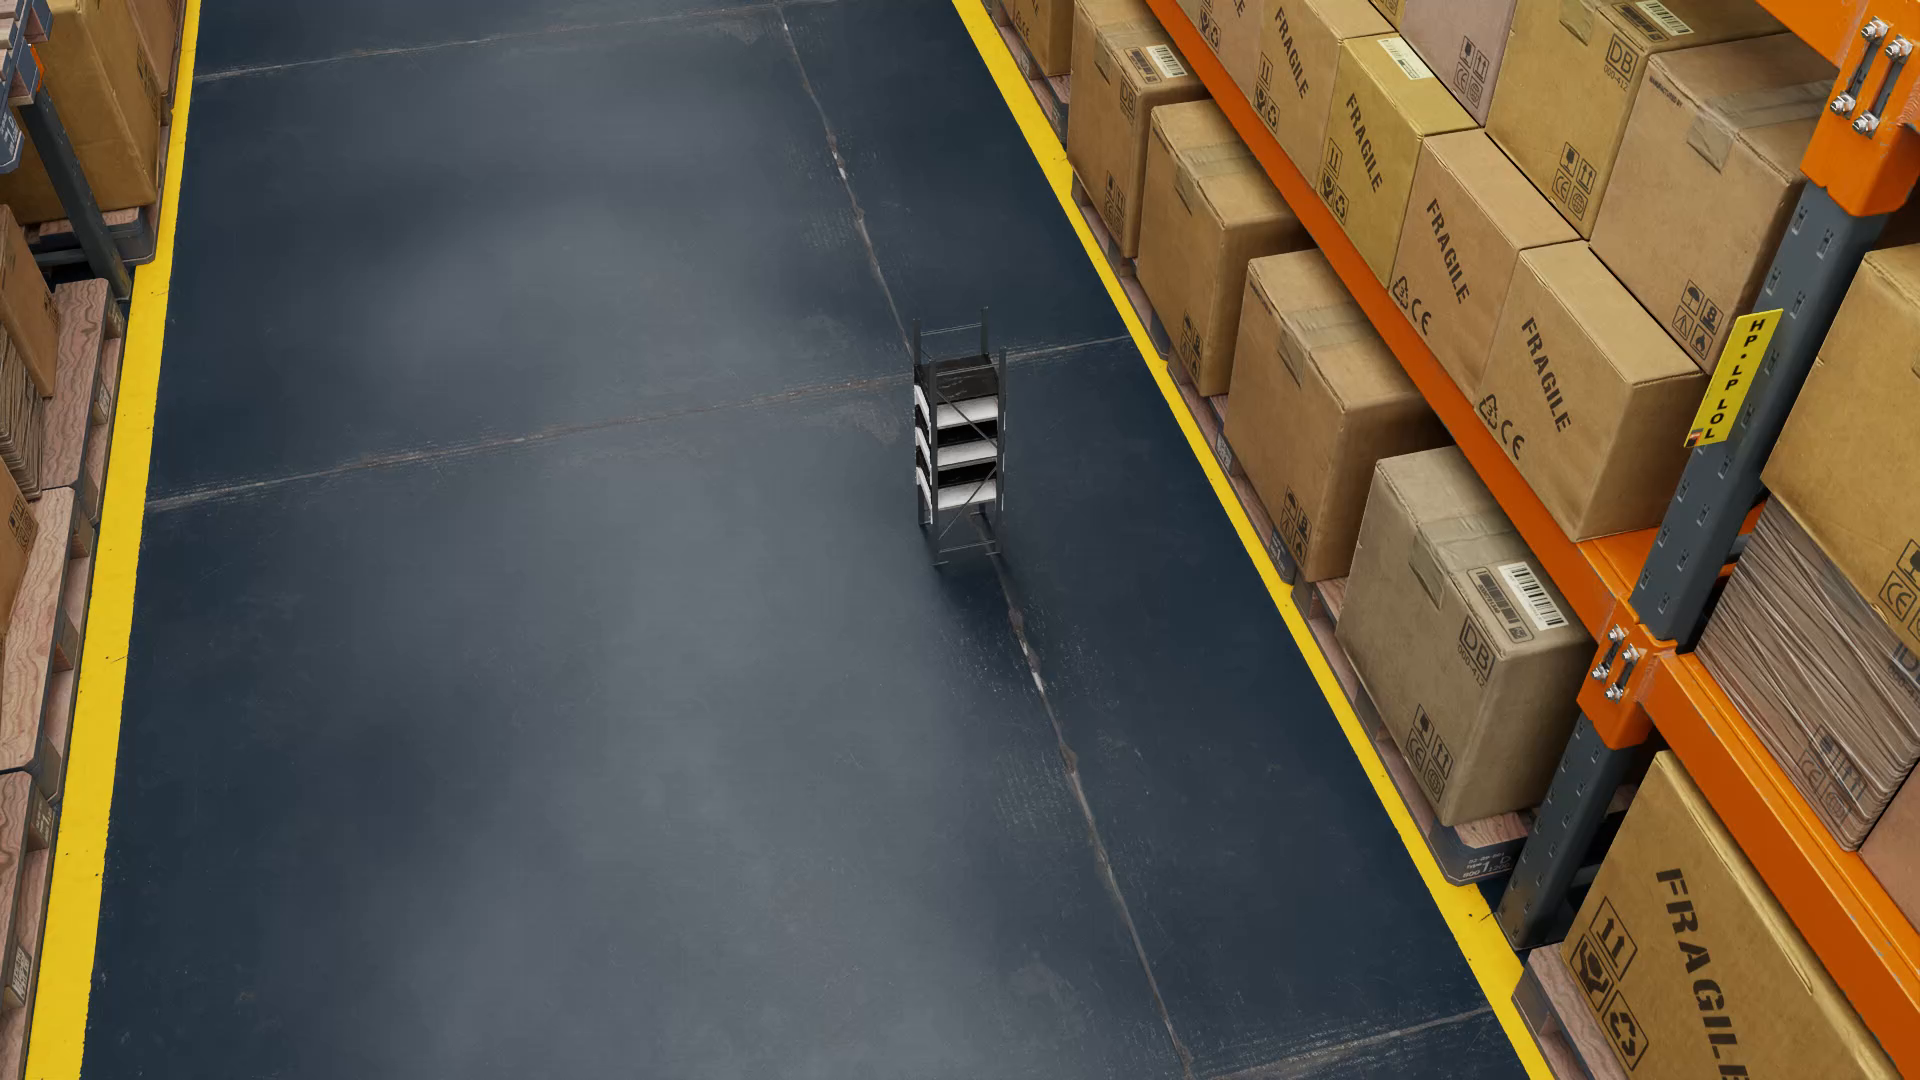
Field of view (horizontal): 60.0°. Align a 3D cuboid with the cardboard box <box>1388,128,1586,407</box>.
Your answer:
[{"bbox_3d":[1.486,-0.730,4.295,0.500,0.500,0.500,-11,47,-11],"label":"cardboard box"}]

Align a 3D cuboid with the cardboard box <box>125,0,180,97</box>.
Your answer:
[{"bbox_3d":[-4.214,-2.460,7.254,1.225,0.875,0.875,-11,47,-10],"label":"cardboard box"}]

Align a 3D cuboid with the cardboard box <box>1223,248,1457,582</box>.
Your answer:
[{"bbox_3d":[1.518,-0.473,5.395,1.050,0.750,0.750,-11,47,-10],"label":"cardboard box"}]

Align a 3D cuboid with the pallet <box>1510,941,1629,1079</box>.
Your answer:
[{"bbox_3d":[2.127,1.481,4.151,1.003,0.211,1.213,-11,47,-10],"label":"pallet"}]

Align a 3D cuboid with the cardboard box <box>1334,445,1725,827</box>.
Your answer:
[{"bbox_3d":[1.762,0.194,4.741,1.050,0.750,0.750,-11,47,-11],"label":"cardboard box"}]

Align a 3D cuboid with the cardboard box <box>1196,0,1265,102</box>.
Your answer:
[{"bbox_3d":[1.099,-1.773,5.318,0.500,0.500,0.500,-11,47,-10],"label":"cardboard box"}]

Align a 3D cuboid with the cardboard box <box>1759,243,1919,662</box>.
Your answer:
[{"bbox_3d":[2.069,-0.204,2.989,0.875,0.550,0.550,-11,47,-10],"label":"cardboard box"}]

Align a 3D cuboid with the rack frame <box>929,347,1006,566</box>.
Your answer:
[{"bbox_3d":[0.024,-0.250,5.365,0.240,0.900,0.006,-11,47,-10],"label":"rack frame"}]

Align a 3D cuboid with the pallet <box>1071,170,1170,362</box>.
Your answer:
[{"bbox_3d":[1.113,-1.262,6.839,1.003,0.211,1.213,-11,47,-10],"label":"pallet"}]

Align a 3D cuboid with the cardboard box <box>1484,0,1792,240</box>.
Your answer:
[{"bbox_3d":[1.741,-1.116,3.974,0.700,0.500,0.500,-11,47,-11],"label":"cardboard box"}]

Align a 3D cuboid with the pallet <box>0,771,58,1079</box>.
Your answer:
[{"bbox_3d":[-3.014,1.241,4.386,1.003,0.211,1.213,-11,47,-10],"label":"pallet"}]

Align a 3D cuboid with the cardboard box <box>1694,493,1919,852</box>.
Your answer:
[{"bbox_3d":[2.114,0.165,3.383,0.875,0.550,0.550,-11,47,-10],"label":"cardboard box"}]

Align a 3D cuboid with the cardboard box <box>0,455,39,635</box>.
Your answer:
[{"bbox_3d":[-3.340,-0.009,5.100,0.700,0.500,0.500,-7,46,-7],"label":"cardboard box"}]

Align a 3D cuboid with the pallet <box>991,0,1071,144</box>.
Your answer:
[{"bbox_3d":[0.785,-2.360,7.915,1.003,0.211,1.213,-11,47,-10],"label":"pallet"}]

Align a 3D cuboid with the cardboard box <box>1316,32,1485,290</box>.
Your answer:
[{"bbox_3d":[1.357,-1.079,4.637,0.500,0.500,0.500,-10,46,-10],"label":"cardboard box"}]

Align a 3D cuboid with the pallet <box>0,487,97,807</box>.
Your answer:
[{"bbox_3d":[-3.330,0.397,5.213,1.003,0.211,1.213,-11,47,-10],"label":"pallet"}]

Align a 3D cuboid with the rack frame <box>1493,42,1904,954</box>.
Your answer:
[{"bbox_3d":[2.008,-0.035,3.684,1.000,3.000,0.127,-11,47,-10],"label":"rack frame"}]

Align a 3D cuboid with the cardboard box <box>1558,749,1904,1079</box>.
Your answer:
[{"bbox_3d":[2.101,1.009,3.855,0.875,0.875,0.875,-10,46,-10],"label":"cardboard box"}]

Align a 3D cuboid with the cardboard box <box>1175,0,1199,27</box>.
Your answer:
[{"bbox_3d":[0.970,-2.121,5.659,0.500,0.500,0.500,-11,47,-11],"label":"cardboard box"}]

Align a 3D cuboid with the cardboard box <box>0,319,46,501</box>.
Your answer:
[{"bbox_3d":[-3.492,-0.399,5.483,0.700,0.500,0.500,-14,47,-14],"label":"cardboard box"}]

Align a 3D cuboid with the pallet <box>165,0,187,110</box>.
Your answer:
[{"bbox_3d":[-4.275,-2.382,7.937,1.003,0.211,1.213,-11,47,-10],"label":"pallet"}]

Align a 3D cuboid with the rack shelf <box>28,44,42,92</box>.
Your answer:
[{"bbox_3d":[-3.325,-0.327,4.474,1.077,0.370,4.000,-11,47,-10],"label":"rack shelf"}]

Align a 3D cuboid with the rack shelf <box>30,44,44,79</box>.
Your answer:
[{"bbox_3d":[-4.349,-3.088,7.180,1.077,0.370,4.000,-11,47,-10],"label":"rack shelf"}]

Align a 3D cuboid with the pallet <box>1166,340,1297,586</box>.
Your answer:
[{"bbox_3d":[1.421,-0.422,6.015,1.003,0.211,1.213,-11,47,-10],"label":"pallet"}]

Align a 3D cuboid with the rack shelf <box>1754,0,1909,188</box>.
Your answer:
[{"bbox_3d":[1.496,-2.214,4.223,1.077,0.370,4.000,-11,47,-10],"label":"rack shelf"}]

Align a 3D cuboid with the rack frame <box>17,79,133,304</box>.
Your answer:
[{"bbox_3d":[-3.837,-1.959,5.570,1.000,3.000,0.127,-11,47,-10],"label":"rack frame"}]

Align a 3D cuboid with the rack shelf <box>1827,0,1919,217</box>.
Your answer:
[{"bbox_3d":[2.520,0.548,1.516,1.077,0.370,4.000,-11,47,-10],"label":"rack shelf"}]

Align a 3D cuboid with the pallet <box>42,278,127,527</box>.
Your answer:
[{"bbox_3d":[-3.638,-0.443,6.037,1.003,0.211,1.213,-11,47,-10],"label":"pallet"}]

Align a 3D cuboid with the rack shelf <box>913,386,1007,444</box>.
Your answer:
[{"bbox_3d":[-0.002,-0.423,5.329,0.258,0.077,0.200,-11,47,-10],"label":"rack shelf"}]

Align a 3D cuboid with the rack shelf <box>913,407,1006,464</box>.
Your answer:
[{"bbox_3d":[-0.002,-0.360,5.394,0.258,0.077,0.200,-11,47,-10],"label":"rack shelf"}]

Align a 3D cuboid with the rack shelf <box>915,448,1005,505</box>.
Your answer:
[{"bbox_3d":[-0.002,-0.234,5.522,0.258,0.077,0.200,-11,47,-10],"label":"rack shelf"}]

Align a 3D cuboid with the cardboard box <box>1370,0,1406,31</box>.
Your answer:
[{"bbox_3d":[1.484,-1.814,4.657,0.700,0.500,0.500,-11,47,-11],"label":"cardboard box"}]

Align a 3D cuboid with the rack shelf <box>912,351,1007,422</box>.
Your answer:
[{"bbox_3d":[-0.002,-0.486,5.265,0.258,0.077,0.200,-11,47,-10],"label":"rack shelf"}]

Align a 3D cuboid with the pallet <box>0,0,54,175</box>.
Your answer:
[{"bbox_3d":[-3.552,-1.420,5.175,1.213,0.211,1.003,-11,47,-10],"label":"pallet"}]

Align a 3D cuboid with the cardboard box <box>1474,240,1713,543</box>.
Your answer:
[{"bbox_3d":[1.616,-0.381,3.953,0.500,0.500,0.500,-11,47,-11],"label":"cardboard box"}]

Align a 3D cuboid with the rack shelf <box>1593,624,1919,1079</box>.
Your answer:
[{"bbox_3d":[2.520,1.598,2.587,1.077,0.370,4.000,-11,47,-10],"label":"rack shelf"}]

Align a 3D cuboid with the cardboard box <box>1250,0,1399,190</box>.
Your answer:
[{"bbox_3d":[1.225,-1.429,4.980,0.500,0.500,0.500,-11,47,-11],"label":"cardboard box"}]

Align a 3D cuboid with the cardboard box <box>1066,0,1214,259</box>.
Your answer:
[{"bbox_3d":[1.053,-1.719,6.616,1.050,0.750,0.750,-11,47,-11],"label":"cardboard box"}]

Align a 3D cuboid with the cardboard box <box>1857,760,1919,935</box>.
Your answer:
[{"bbox_3d":[2.276,0.541,3.015,0.875,0.550,0.550,-11,47,-10],"label":"cardboard box"}]

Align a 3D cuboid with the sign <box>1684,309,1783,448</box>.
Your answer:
[{"bbox_3d":[1.486,-0.306,3.195,0.100,0.325,0.005,-11,47,-10],"label":"sign"}]

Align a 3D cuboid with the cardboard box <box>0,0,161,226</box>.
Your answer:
[{"bbox_3d":[-3.994,-1.843,6.649,1.225,0.875,0.875,-13,47,-12],"label":"cardboard box"}]

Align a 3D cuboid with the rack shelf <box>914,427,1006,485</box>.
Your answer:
[{"bbox_3d":[-0.002,-0.297,5.458,0.258,0.077,0.200,-11,47,-10],"label":"rack shelf"}]

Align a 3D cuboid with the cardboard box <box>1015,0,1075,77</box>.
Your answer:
[{"bbox_3d":[0.562,-2.475,7.531,0.500,0.500,0.500,-11,47,-11],"label":"cardboard box"}]

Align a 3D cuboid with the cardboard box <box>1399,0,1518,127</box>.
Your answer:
[{"bbox_3d":[1.612,-1.465,4.315,0.700,0.500,0.500,-10,46,-10],"label":"cardboard box"}]

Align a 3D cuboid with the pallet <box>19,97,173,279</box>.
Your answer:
[{"bbox_3d":[-3.966,-1.541,7.113,1.003,0.211,1.213,-11,47,-10],"label":"pallet"}]

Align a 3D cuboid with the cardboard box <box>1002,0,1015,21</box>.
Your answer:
[{"bbox_3d":[0.433,-2.834,7.883,0.500,0.500,0.500,-9,46,-9],"label":"cardboard box"}]

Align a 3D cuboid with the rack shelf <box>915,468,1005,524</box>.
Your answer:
[{"bbox_3d":[-0.002,-0.171,5.586,0.258,0.077,0.200,-11,47,-10],"label":"rack shelf"}]

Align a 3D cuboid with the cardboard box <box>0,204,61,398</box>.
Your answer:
[{"bbox_3d":[-3.646,-0.779,5.856,0.700,0.500,0.500,-13,47,-12],"label":"cardboard box"}]

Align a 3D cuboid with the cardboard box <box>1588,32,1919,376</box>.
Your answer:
[{"bbox_3d":[1.875,-0.761,3.626,0.700,0.500,0.500,-11,47,-11],"label":"cardboard box"}]

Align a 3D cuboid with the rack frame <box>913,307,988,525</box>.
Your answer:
[{"bbox_3d":[-0.028,-0.391,5.503,0.240,0.900,0.006,-11,47,-10],"label":"rack frame"}]

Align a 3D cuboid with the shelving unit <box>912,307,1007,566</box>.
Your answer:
[{"bbox_3d":[-0.002,-0.321,5.434,0.258,0.900,0.210,-11,47,-10],"label":"shelving unit"}]

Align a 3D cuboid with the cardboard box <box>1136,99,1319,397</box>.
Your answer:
[{"bbox_3d":[1.280,-1.116,6.025,1.050,0.750,0.750,-10,46,-10],"label":"cardboard box"}]

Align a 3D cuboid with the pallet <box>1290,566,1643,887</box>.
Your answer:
[{"bbox_3d":[1.737,0.422,5.188,1.003,0.211,1.213,-11,47,-10],"label":"pallet"}]

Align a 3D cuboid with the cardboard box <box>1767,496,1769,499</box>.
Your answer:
[{"bbox_3d":[2.133,-0.482,4.052,0.500,0.500,0.500,-10,46,-10],"label":"cardboard box"}]

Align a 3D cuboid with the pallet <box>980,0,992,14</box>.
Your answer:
[{"bbox_3d":[0.476,-3.201,8.739,1.003,0.211,1.213,-11,47,-10],"label":"pallet"}]

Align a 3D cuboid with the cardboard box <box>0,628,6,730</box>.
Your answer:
[{"bbox_3d":[-3.197,0.377,4.723,0.700,0.500,0.500,-14,47,-14],"label":"cardboard box"}]

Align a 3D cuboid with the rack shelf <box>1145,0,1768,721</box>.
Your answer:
[{"bbox_3d":[1.496,-1.164,5.294,1.077,0.370,4.000,-11,47,-10],"label":"rack shelf"}]
